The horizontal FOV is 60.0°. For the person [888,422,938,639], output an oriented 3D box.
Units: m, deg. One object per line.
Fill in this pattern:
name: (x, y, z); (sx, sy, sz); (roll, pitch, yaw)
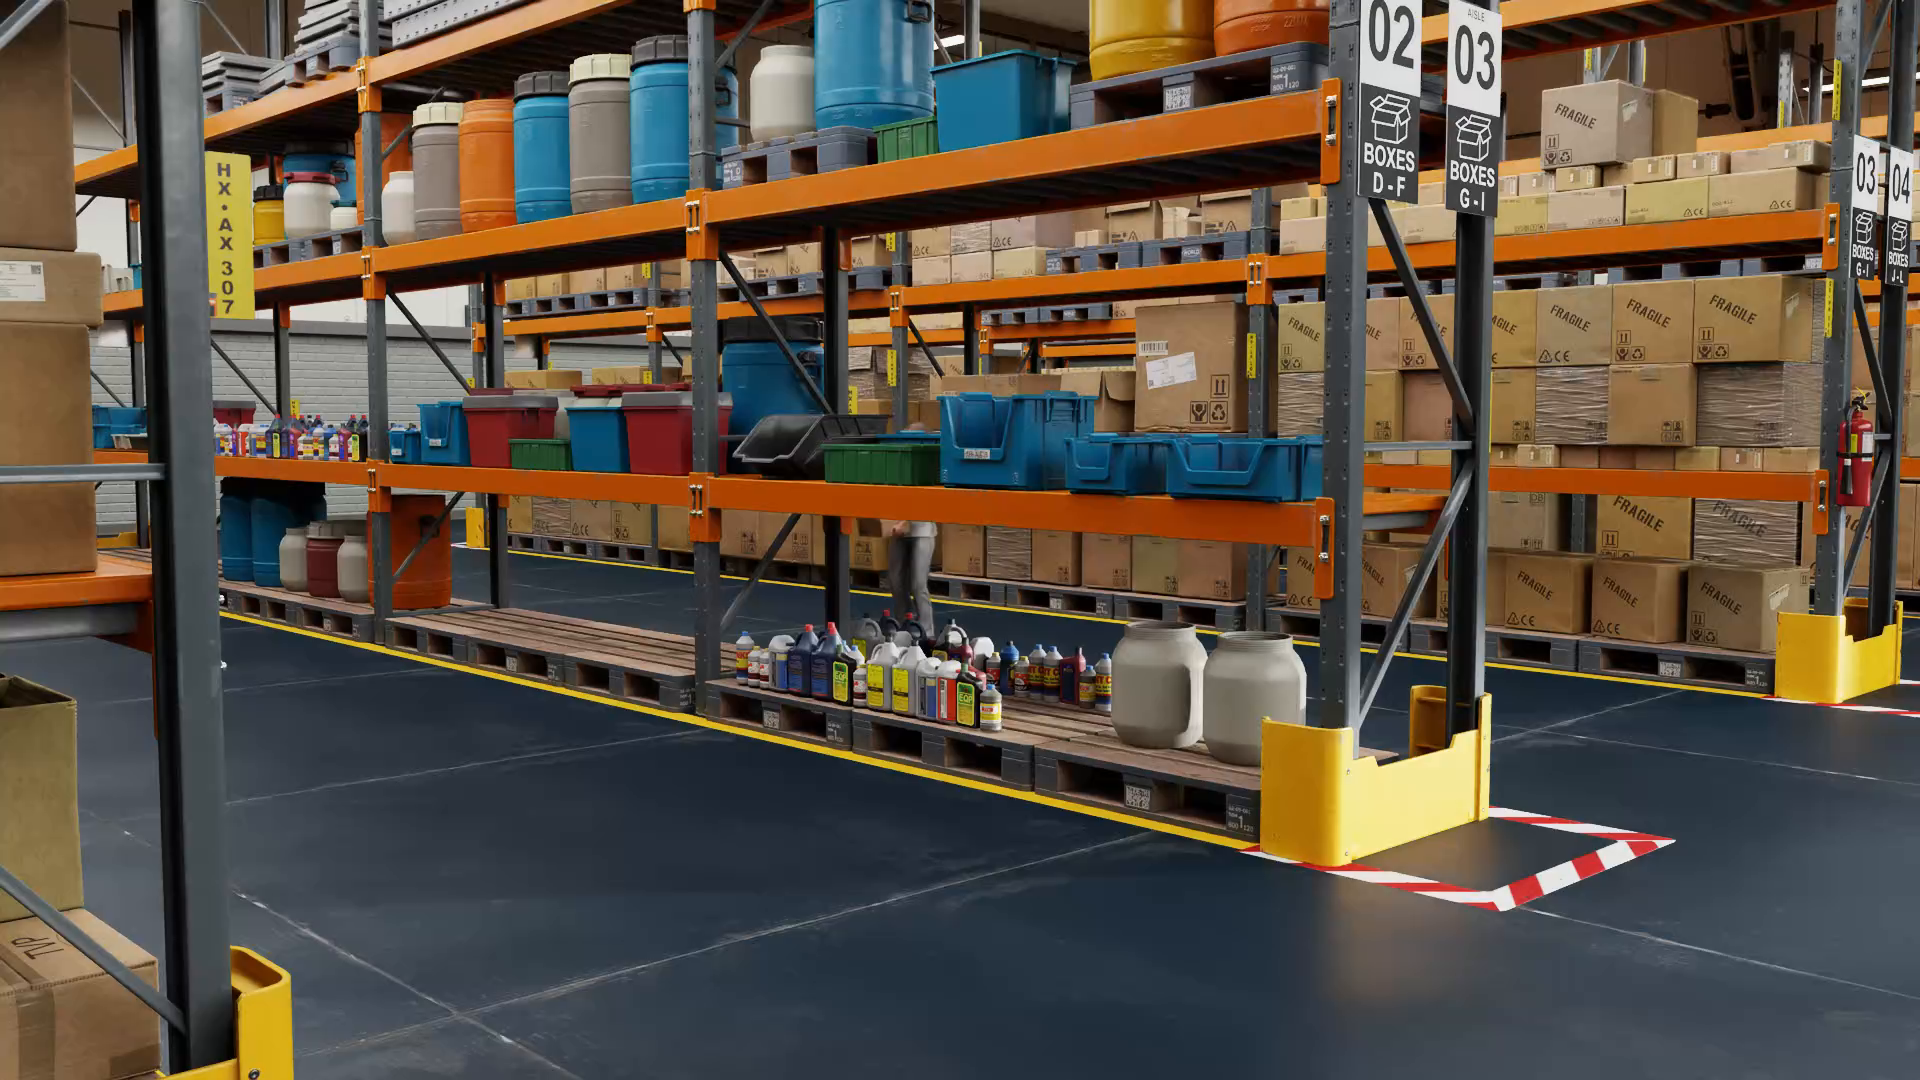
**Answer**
person: (-0.385, -0.004, 11.325); (0.488, 1.593, 0.412); (-4, 6, -44)
